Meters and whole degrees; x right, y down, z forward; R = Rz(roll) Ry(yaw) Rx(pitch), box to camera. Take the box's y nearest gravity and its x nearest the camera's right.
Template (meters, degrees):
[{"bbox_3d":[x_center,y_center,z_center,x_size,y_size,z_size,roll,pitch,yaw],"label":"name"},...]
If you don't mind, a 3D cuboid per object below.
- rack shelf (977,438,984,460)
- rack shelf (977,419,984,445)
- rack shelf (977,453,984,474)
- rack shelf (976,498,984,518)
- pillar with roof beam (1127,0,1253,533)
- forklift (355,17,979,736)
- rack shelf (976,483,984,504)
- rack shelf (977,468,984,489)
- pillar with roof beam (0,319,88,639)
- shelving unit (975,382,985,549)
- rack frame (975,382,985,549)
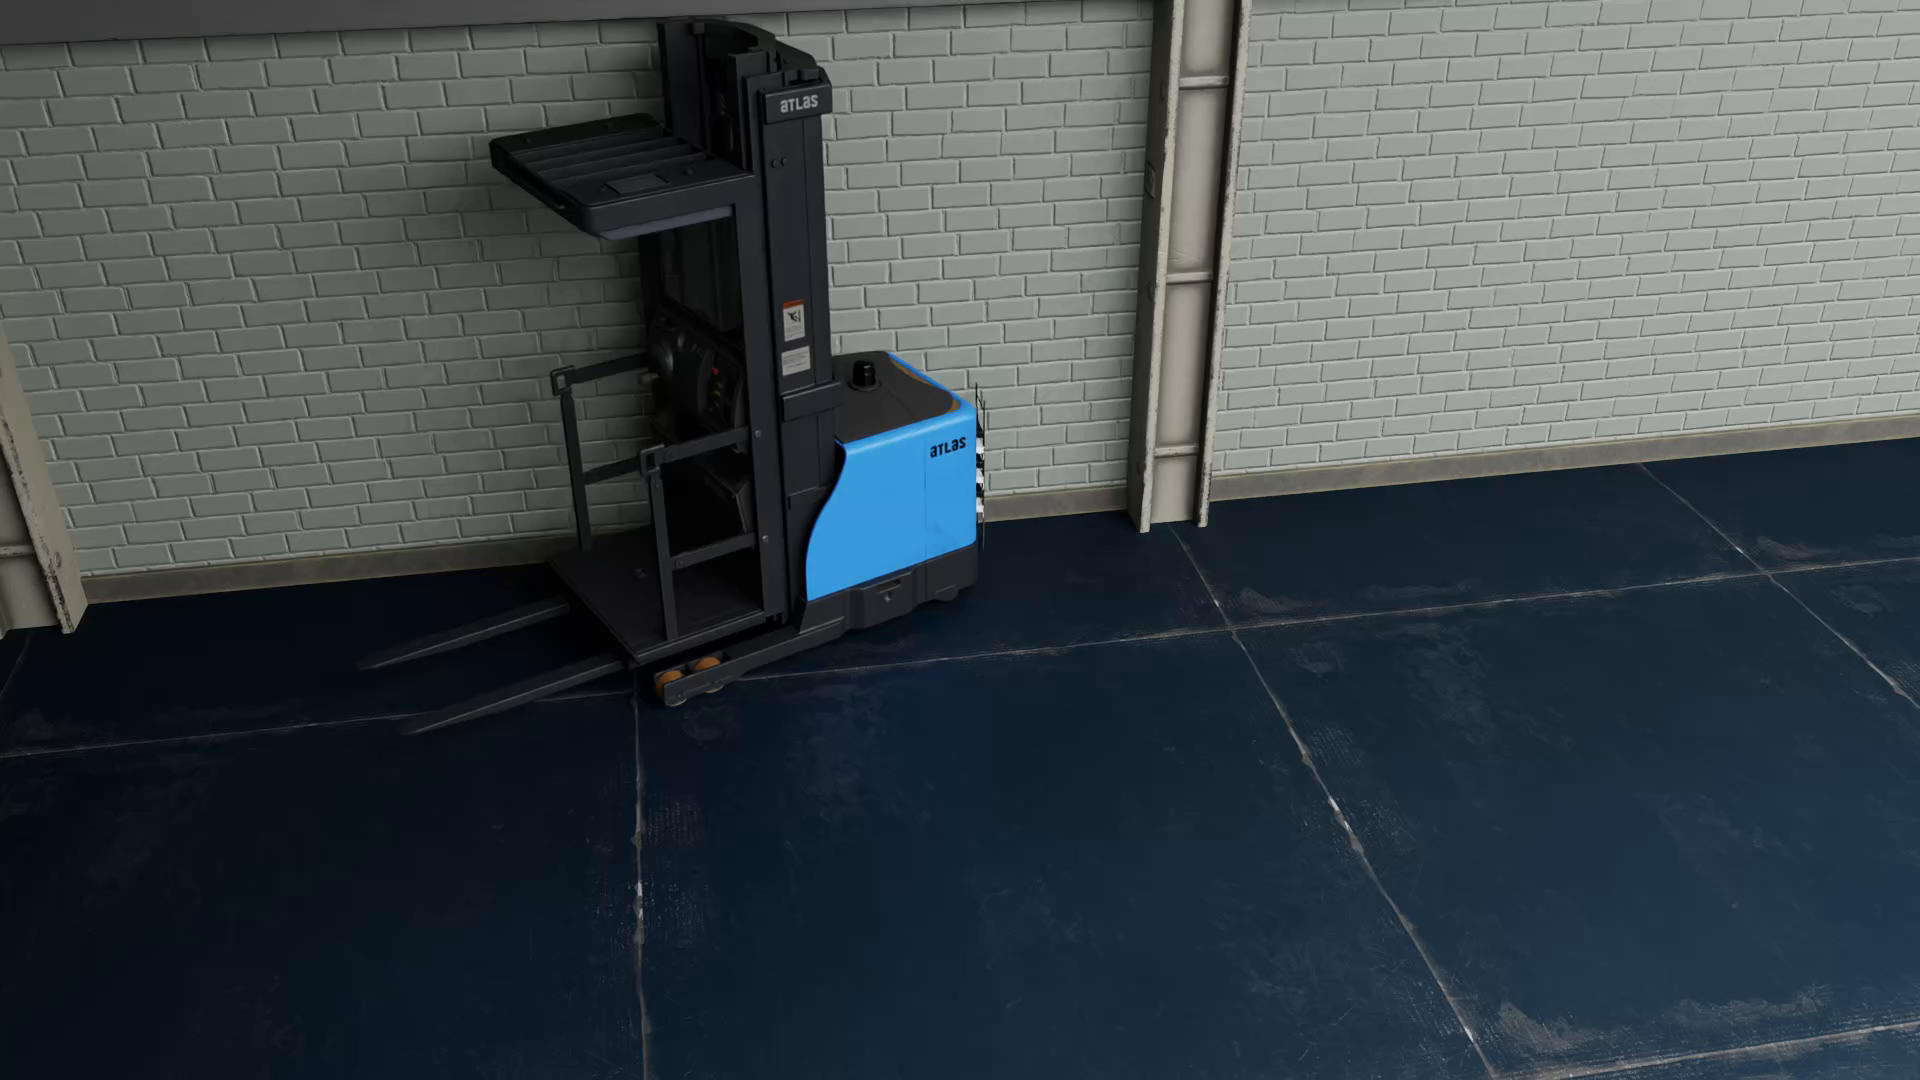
[{"bbox_3d":[0.008,-0.515,8.949,0.200,0.077,0.258,-5,31,-9],"label":"rack shelf"},{"bbox_3d":[0.008,-0.593,8.903,0.200,0.077,0.258,-5,31,-9],"label":"rack shelf"},{"bbox_3d":[0.008,-0.438,8.994,0.200,0.077,0.258,-5,31,-9],"label":"rack shelf"},{"bbox_3d":[0.008,-0.205,9.131,0.200,0.077,0.258,-5,31,-9],"label":"rack shelf"},{"bbox_3d":[1.949,-1.869,3.550,0.400,9.000,9.100,-5,31,-9],"label":"pillar with roof beam"},{"bbox_3d":[-1.407,-0.780,7.684,3.031,2.935,1.130,-19,35,-29],"label":"forklift"},{"bbox_3d":[0.008,-0.282,9.086,0.200,0.077,0.258,-5,31,-9],"label":"rack shelf"},{"bbox_3d":[0.008,-0.360,9.040,0.200,0.077,0.258,-5,31,-9],"label":"rack shelf"},{"bbox_3d":[-3.953,-1.321,2.619,0.400,9.000,9.100,-5,31,-9],"label":"pillar with roof beam"},{"bbox_3d":[0.008,-0.389,9.023,0.210,0.900,0.258,-5,31,-9],"label":"shelving unit"},{"bbox_3d":[0.108,-0.398,9.039,0.006,0.900,0.240,-5,31,-9],"label":"rack frame"}]
